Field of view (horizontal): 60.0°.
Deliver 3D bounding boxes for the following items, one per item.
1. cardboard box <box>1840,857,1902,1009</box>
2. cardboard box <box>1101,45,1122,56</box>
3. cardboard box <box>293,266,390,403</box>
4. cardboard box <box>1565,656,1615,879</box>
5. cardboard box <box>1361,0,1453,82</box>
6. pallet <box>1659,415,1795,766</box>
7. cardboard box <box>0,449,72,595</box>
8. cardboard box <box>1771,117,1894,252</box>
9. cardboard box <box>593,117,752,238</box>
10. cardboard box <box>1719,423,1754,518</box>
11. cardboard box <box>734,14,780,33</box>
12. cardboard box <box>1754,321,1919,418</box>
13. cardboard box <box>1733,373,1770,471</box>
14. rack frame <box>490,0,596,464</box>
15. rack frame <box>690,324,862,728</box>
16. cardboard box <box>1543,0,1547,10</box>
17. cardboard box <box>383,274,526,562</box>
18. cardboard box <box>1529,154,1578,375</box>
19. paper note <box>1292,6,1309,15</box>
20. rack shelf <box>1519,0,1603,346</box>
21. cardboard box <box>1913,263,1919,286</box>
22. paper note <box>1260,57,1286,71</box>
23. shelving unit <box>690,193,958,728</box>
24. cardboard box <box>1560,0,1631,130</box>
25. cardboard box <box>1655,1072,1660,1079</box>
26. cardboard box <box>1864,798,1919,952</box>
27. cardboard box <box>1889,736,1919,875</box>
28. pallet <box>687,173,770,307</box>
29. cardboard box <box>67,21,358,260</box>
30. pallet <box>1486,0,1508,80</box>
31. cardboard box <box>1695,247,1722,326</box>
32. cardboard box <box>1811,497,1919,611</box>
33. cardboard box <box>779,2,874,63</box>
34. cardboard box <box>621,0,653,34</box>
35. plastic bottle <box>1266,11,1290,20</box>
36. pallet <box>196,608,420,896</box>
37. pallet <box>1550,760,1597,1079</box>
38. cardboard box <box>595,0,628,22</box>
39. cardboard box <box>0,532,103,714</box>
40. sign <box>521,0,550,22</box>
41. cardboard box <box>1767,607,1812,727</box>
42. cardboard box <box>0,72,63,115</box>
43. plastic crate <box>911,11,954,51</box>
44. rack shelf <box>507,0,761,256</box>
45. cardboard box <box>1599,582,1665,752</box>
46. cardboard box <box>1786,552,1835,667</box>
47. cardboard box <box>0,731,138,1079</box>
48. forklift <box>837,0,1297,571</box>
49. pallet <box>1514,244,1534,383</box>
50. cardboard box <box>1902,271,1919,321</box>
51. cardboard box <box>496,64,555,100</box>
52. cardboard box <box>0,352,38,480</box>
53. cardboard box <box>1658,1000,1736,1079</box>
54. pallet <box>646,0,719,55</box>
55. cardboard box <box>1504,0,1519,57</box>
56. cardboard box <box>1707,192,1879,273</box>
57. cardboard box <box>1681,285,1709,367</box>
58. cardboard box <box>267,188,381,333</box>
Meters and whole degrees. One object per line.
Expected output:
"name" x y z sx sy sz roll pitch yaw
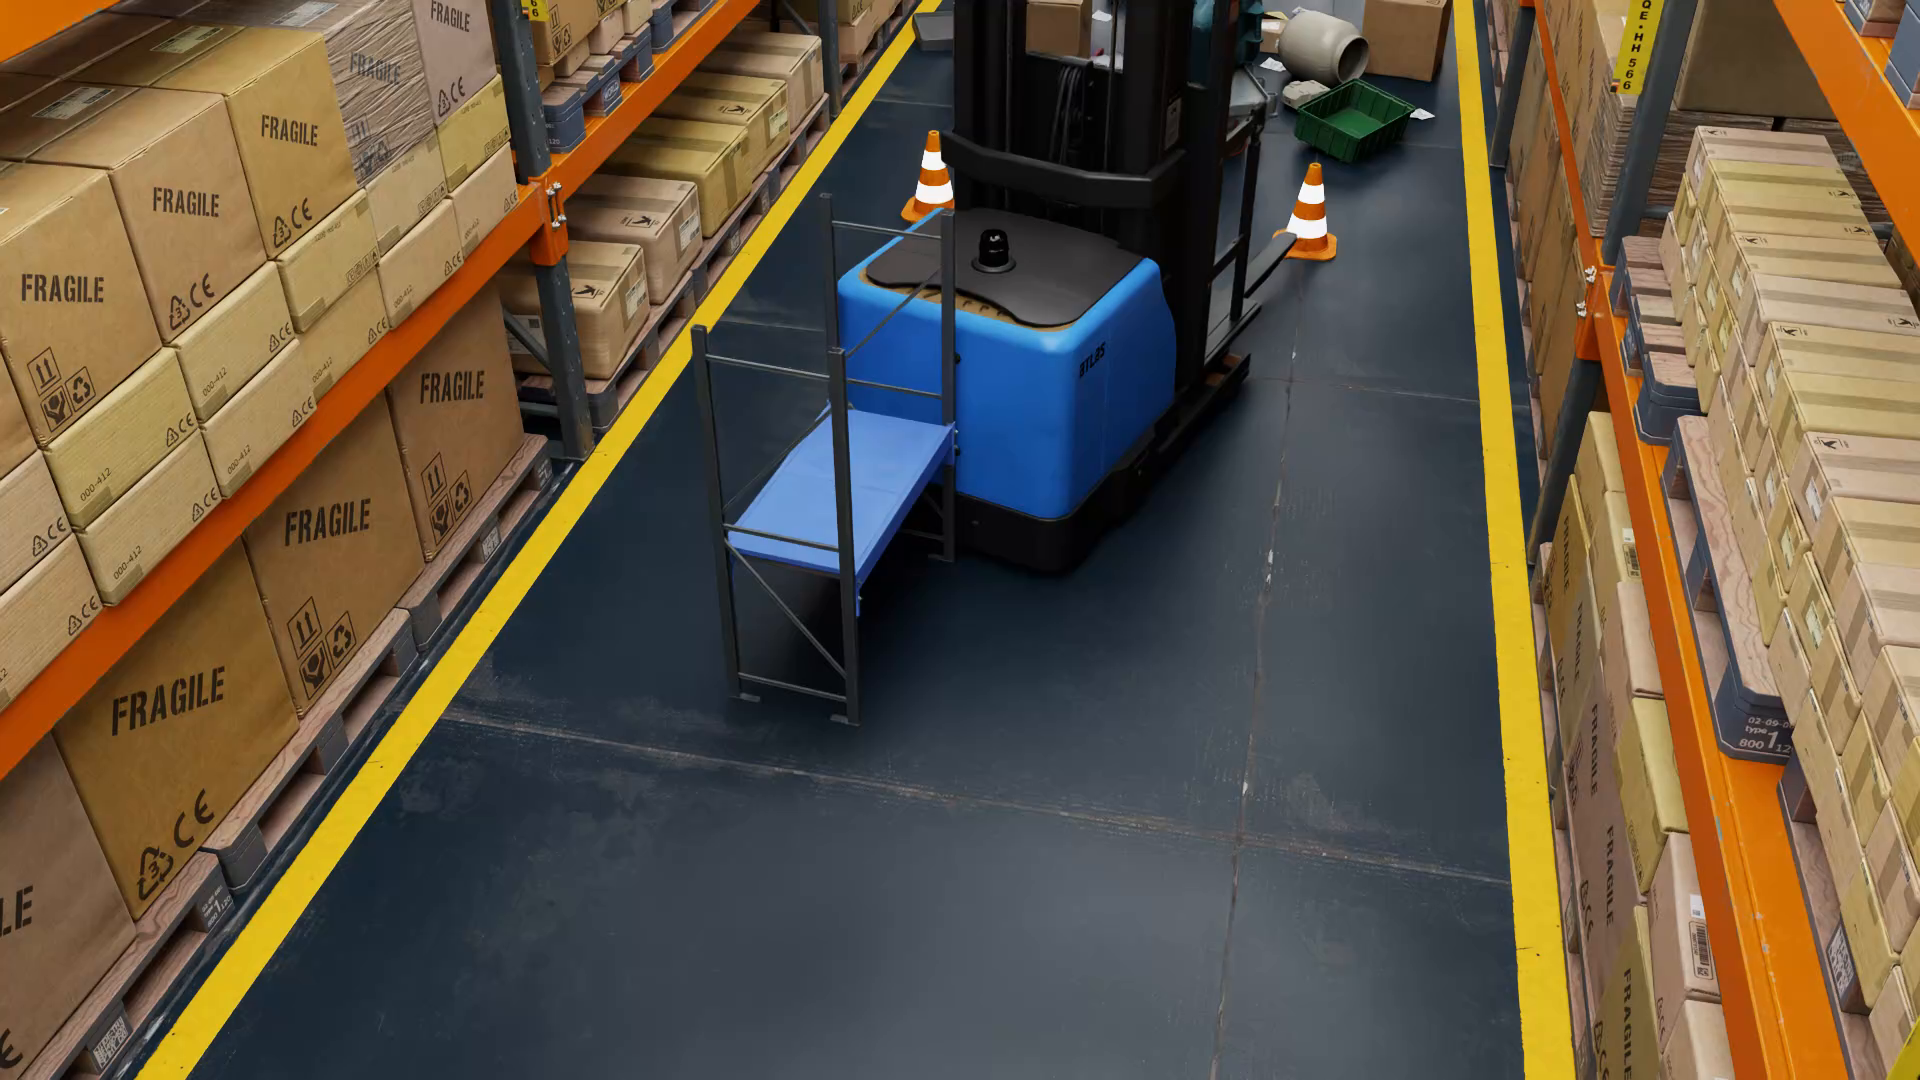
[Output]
"cardboard box" 1.848 0.742 3.026 0.380 0.149 0.250 8 37 10
"cardboard box" 1.024 -3.028 10.701 0.258 0.266 0.396 -17 39 -22
"cardboard box" -2.172 -0.679 5.258 0.500 0.250 0.500 7 37 9
"cardboard box" 2.147 0.718 4.975 0.500 0.500 0.500 6 36 9
"cardboard box" 2.940 -3.382 10.988 0.500 0.500 0.500 14 38 18
"pallet" 2.374 0.137 4.169 1.003 0.211 1.213 7 37 10
"cardboard box" -2.502 -0.011 3.911 0.500 0.250 0.500 8 37 11
"cardboard box" 3.116 -1.345 5.964 0.500 0.500 0.500 8 37 10
"cardboard box" -1.653 -1.930 8.739 0.950 0.372 0.625 8 37 12
"cardboard box" 2.182 -0.158 4.268 0.380 0.149 0.250 8 37 11
"cardboard box" -1.383 -3.366 10.823 0.500 0.250 0.500 9 37 12
"cardboard box" 2.189 -0.396 4.089 0.380 0.149 0.250 8 37 11
"cardboard box" 2.183 -0.279 4.182 0.380 0.149 0.250 7 37 10
"rack frame" -2.101 -1.643 6.461 1.000 3.000 0.127 7 37 10
"rack frame" -0.586 -0.003 5.476 0.500 1.500 0.032 11 37 15
"cardboard box" 3.128 -2.857 8.051 0.500 0.500 0.500 8 37 10
"cardboard box" -2.330 -0.568 6.430 0.875 0.875 0.875 7 37 10
"cardboard box" 3.158 -1.179 7.381 1.050 0.750 0.750 8 37 11
"paper note" 2.481 -3.802 11.971 0.144 0.017 0.142 20 41 26
"rack shelf" 3.184 -1.936 7.478 1.077 0.370 4.000 7 37 10
"cardboard box" 3.040 -0.776 4.868 0.380 0.149 0.250 9 37 12
"paper note" 2.113 -3.177 11.114 0.172 0.023 0.155 20 41 26
"shelving unit" -0.422 -0.285 5.865 0.538 1.500 1.048 11 37 15
"cardboard box" 2.805 -1.986 6.848 0.500 0.500 0.500 7 36 9
"cardboard box" 1.814 1.599 3.761 0.500 0.500 0.500 7 36 9
"cardboard box" 1.849 0.620 2.942 0.380 0.149 0.250 8 37 10
"cardboard box" 1.854 0.494 2.861 0.380 0.149 0.250 6 36 9
"pallet" -1.670 -1.659 8.860 1.003 0.211 1.213 7 37 10
"cardboard box" -2.170 -1.180 4.885 0.500 0.500 0.500 7 37 10
"pallet" 4.108 -3.373 11.224 1.003 0.211 1.213 7 37 10
"cardboard box" 2.347 -0.709 4.774 0.380 0.149 0.250 6 36 9
"cardboard box" 2.023 0.055 3.467 0.380 0.149 0.250 6 36 8
"cardboard box" -0.857 -3.298 10.729 0.500 0.250 0.500 6 36 8
"cardboard box" -1.574 -2.339 7.277 0.380 0.149 0.250 8 37 10
"plastic bottle" 2.255 -3.659 11.747 0.133 0.061 0.283 -5 36 -6
"pallet" -2.606 0.626 5.707 1.003 0.211 1.213 7 37 10
"pallet" 2.325 1.193 4.924 1.003 0.211 1.213 7 37 10
"cardboard box" -1.674 -2.503 6.951 0.500 0.500 0.500 9 37 12
"cardboard box" -2.494 0.195 4.053 0.500 0.250 0.500 6 36 9
"sign" -1.558 -2.045 6.028 0.100 0.325 0.005 7 37 10
"cardboard box" 2.011 0.296 3.642 0.380 0.149 0.250 6 36 8
"cardboard box" -2.778 -0.968 4.592 0.500 0.500 0.500 8 37 11
"plastic crate" -0.110 -3.552 11.582 0.402 0.080 0.583 -5 36 -6
"rack shelf" -1.674 -2.499 8.255 1.077 0.370 4.000 7 37 10
"cardboard box" 2.146 0.395 4.782 0.500 0.250 0.500 8 37 10
"cardboard box" 2.016 0.171 3.560 0.380 0.149 0.250 6 36 8
"cardboard box" -2.901 0.975 4.302 0.875 0.875 0.875 8 37 11
"forklift" 0.686 -1.907 6.883 1.130 2.935 3.031 19 40 24
"pallet" 3.261 -1.092 8.076 1.003 0.211 1.213 7 37 10
"cardboard box" 3.045 -0.667 4.970 0.380 0.149 0.250 7 37 10
"cardboard box" -1.850 -1.875 6.637 0.380 0.149 0.250 5 36 7
"cardboard box" -2.499 -0.307 3.680 0.500 0.500 0.500 7 37 10
"cardboard box" 1.814 1.292 3.544 0.500 0.250 0.500 6 36 9
"pallet" -1.718 -2.706 8.091 1.003 0.211 1.213 7 37 10
"cardboard box" 4.002 -3.553 10.549 0.875 0.875 0.875 8 37 10
"cardboard box" 2.357 -0.855 4.723 0.380 0.149 0.250 7 37 10
"cardboard box" 2.349 -0.609 4.891 0.380 0.149 0.250 9 37 12
"cardboard box" -2.151 -0.885 5.117 0.500 0.250 0.500 6 36 9
